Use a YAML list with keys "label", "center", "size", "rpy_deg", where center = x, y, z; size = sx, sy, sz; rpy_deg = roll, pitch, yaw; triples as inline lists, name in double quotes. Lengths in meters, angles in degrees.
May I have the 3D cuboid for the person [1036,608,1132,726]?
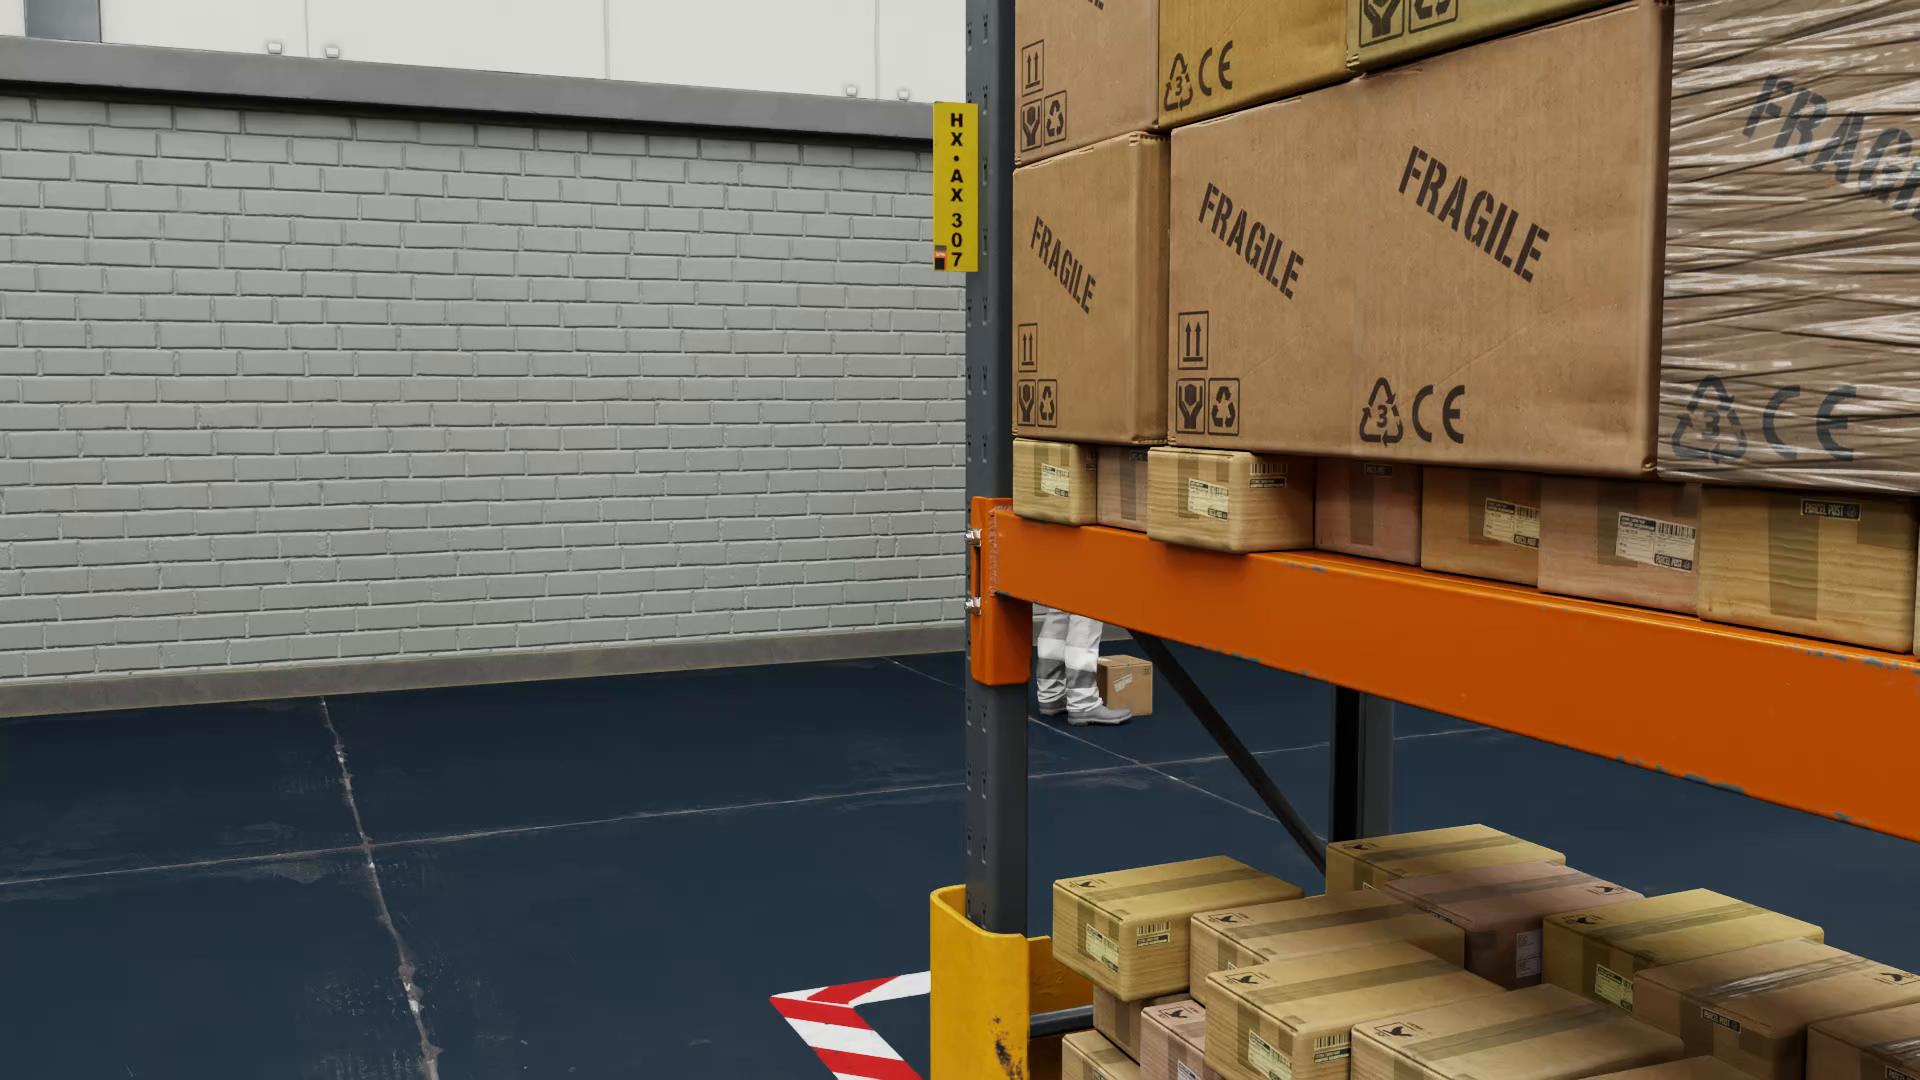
- label: "person"
  center: [0.532, -0.058, 7.734]
  size: [0.445, 1.781, 0.622]
  rpy_deg: [-3, 6, -26]
